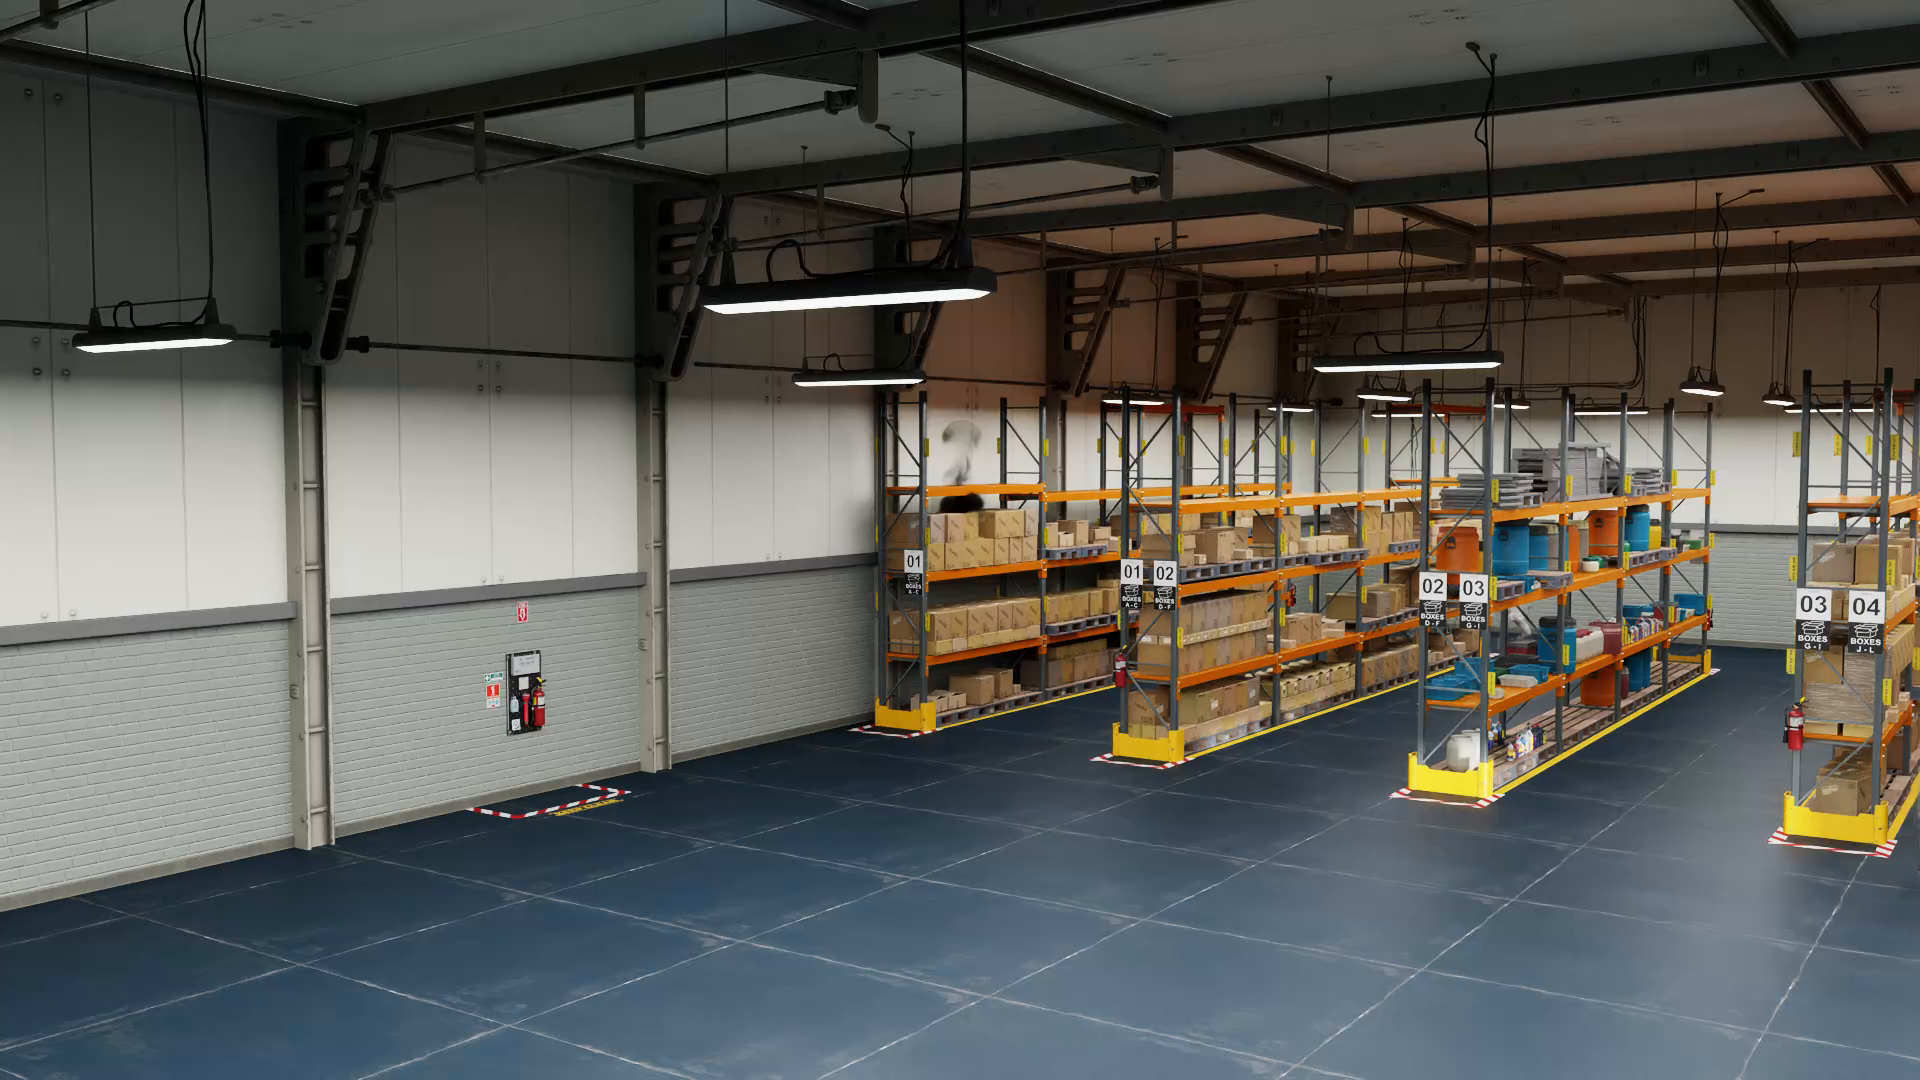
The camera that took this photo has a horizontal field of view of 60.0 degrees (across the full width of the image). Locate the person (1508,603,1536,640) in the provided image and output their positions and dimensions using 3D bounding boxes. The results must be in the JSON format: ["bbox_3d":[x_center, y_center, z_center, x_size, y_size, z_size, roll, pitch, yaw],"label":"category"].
[{"bbox_3d":[13.524,1.916,40.089,0.685,1.759,0.661,-3,4,-39],"label":"person"}]
